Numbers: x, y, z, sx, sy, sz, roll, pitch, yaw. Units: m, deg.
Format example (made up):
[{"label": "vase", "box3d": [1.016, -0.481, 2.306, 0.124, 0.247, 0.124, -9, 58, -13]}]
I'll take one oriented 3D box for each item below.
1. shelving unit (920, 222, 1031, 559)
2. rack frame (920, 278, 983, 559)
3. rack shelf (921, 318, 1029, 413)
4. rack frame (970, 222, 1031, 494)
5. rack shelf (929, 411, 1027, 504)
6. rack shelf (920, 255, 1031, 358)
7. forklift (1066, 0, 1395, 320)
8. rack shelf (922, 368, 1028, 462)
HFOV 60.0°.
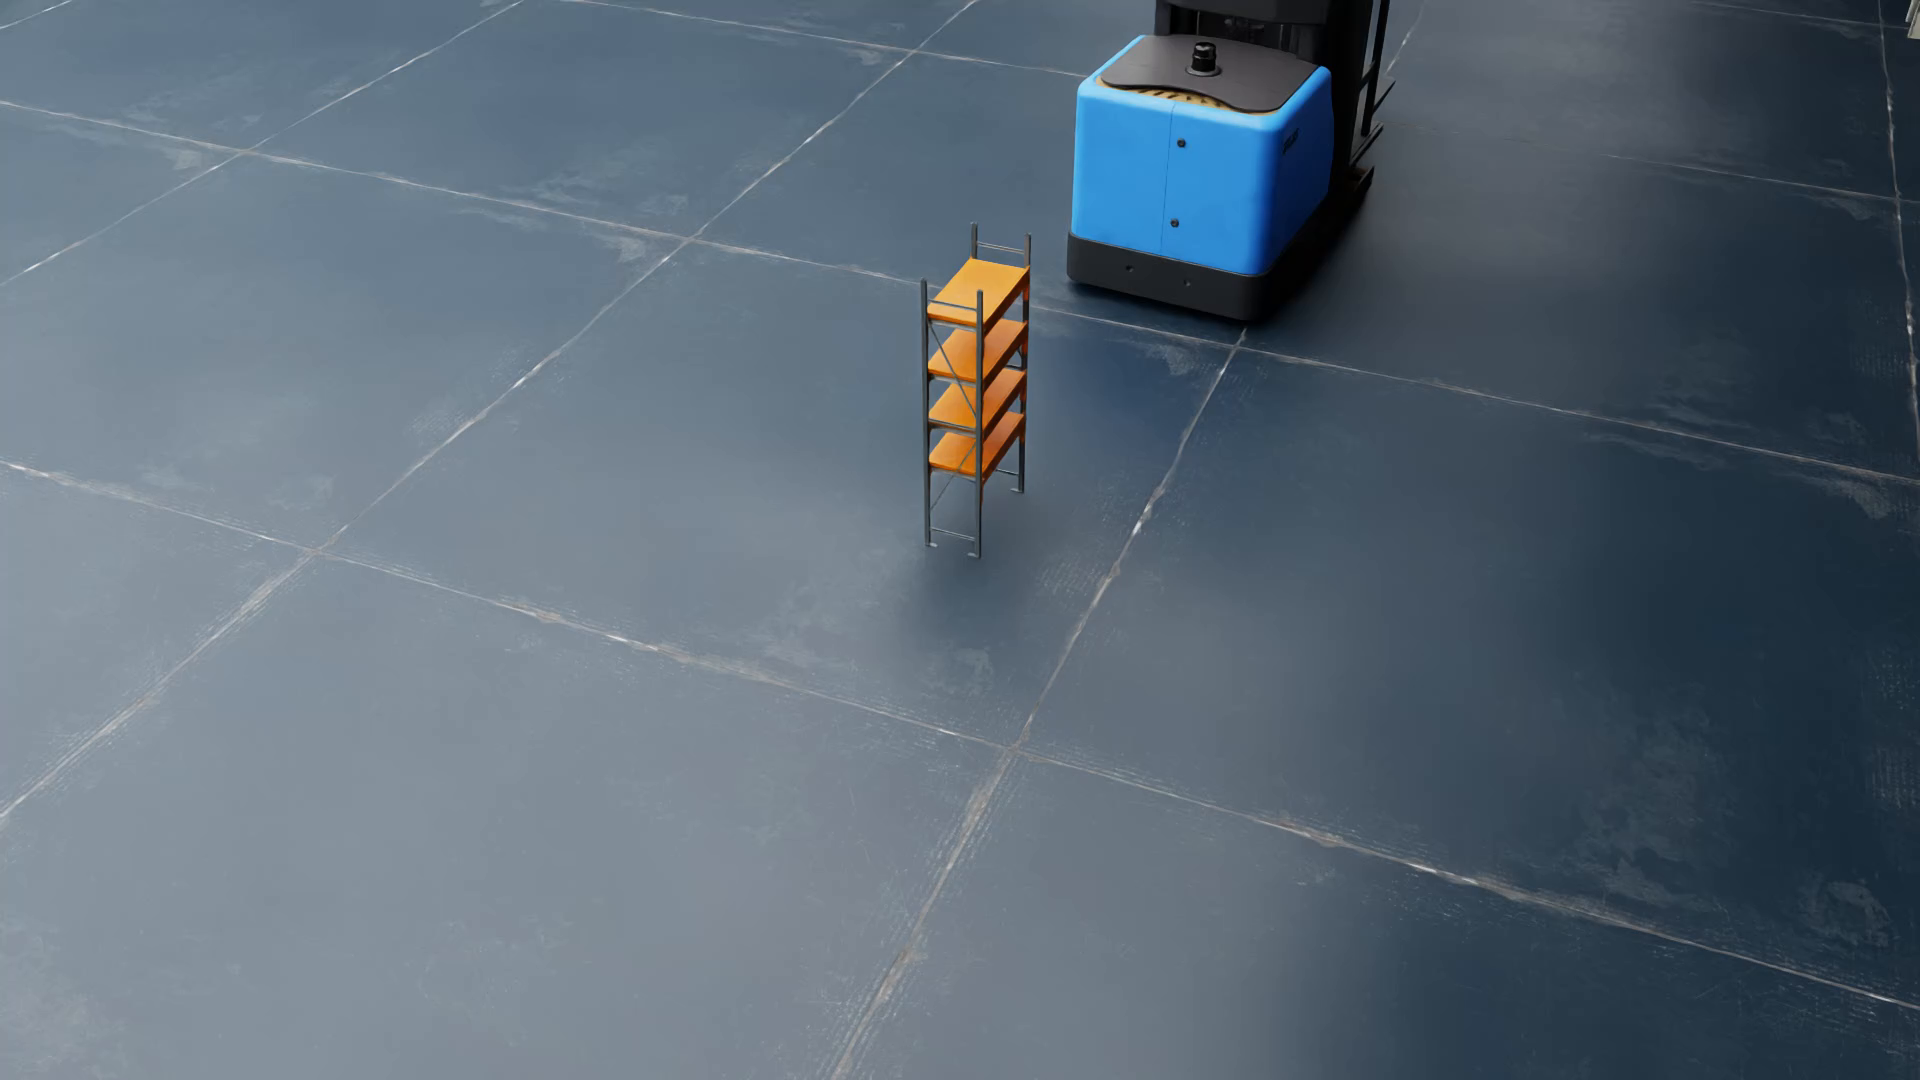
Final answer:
[{"label": "shelving unit", "box3d": [0.063, -0.572, 6.513, 0.258, 1.200, 0.503, 14, 39, 18]}, {"label": "rack frame", "box3d": [-0.030, -0.437, 6.333, 0.240, 1.200, 0.015, 14, 39, 18]}, {"label": "rack shelf", "box3d": [0.063, -0.698, 6.420, 0.258, 0.148, 0.480, 14, 39, 18]}, {"label": "rack frame", "box3d": [0.156, -0.707, 6.694, 0.240, 1.200, 0.015, 14, 39, 18]}, {"label": "rack shelf", "box3d": [0.063, -0.359, 6.673, 0.258, 0.148, 0.480, 14, 39, 18]}, {"label": "rack shelf", "box3d": [0.063, -0.887, 6.278, 0.258, 0.148, 0.480, 14, 39, 18]}, {"label": "forklift", "box3d": [1.663, -3.106, 8.457, 1.130, 2.935, 3.031, 17, 40, 22]}, {"label": "rack shelf", "box3d": [0.063, -0.518, 6.554, 0.258, 0.148, 0.480, 14, 39, 18]}]
